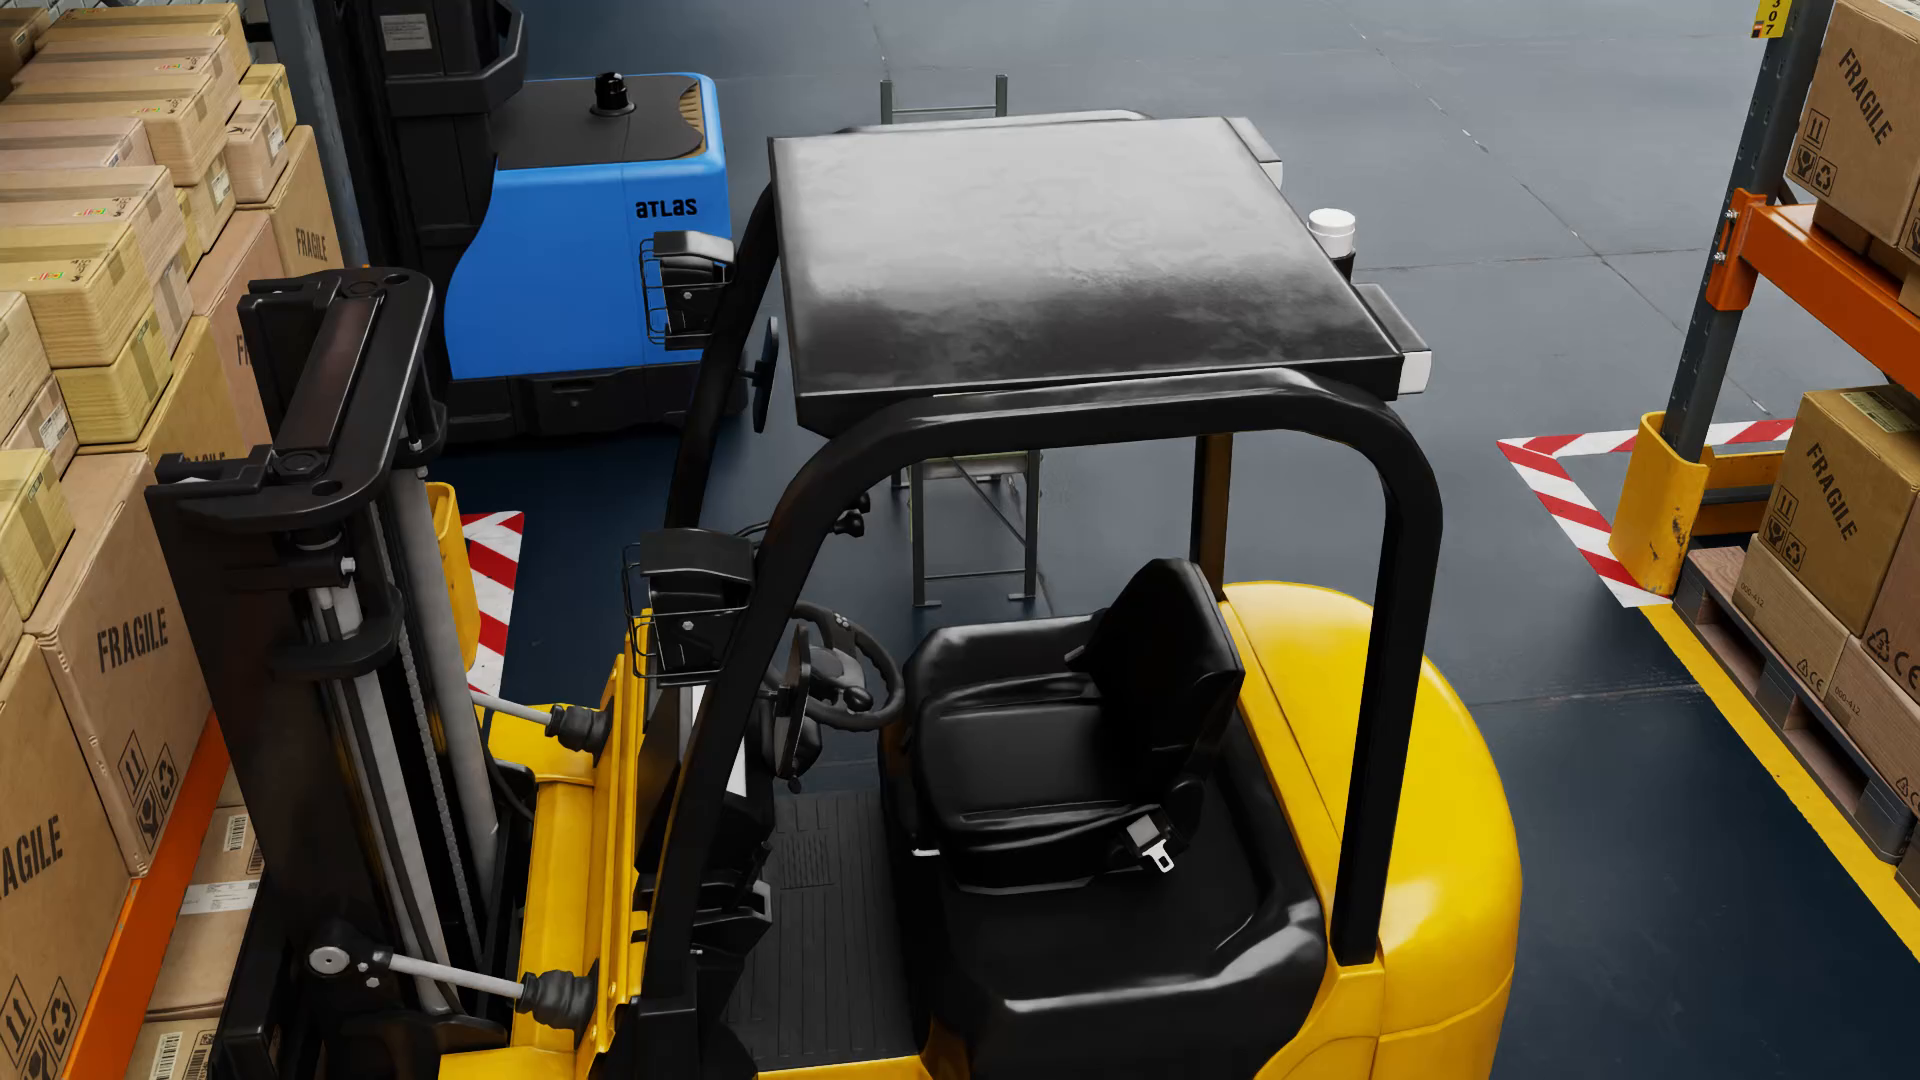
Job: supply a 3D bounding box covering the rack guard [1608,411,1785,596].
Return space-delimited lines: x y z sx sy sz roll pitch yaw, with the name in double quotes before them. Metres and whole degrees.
"rack guard" 2.822 -0.159 5.539 1.175 0.500 0.348 -4 35 -6

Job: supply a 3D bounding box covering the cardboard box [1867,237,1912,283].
"cardboard box" 2.701 -0.785 4.461 0.380 0.149 0.250 -4 34 -6

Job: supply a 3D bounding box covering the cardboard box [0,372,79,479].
"cardboard box" -1.641 -0.133 2.617 0.380 0.149 0.250 -5 35 -7

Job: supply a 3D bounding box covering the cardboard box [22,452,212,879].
"cardboard box" -1.571 0.213 2.685 0.500 0.500 0.500 -4 34 -6

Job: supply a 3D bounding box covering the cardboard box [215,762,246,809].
"cardboard box" -1.583 0.492 3.545 0.500 0.250 0.500 -4 34 -6

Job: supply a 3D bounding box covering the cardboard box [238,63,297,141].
"cardboard box" -1.782 -0.993 3.879 0.380 0.149 0.250 -4 34 -6

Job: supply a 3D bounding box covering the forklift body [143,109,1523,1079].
"forklift body" -0.043 0.415 3.231 2.313 2.155 1.214 -4 35 -6

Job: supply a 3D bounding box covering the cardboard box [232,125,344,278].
"cardboard box" -1.780 -0.643 3.940 0.500 0.500 0.500 -5 35 -7

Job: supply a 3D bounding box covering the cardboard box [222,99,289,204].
"cardboard box" -1.718 -0.853 3.673 0.380 0.149 0.250 -4 34 -6

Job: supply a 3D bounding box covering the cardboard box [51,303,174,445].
"cardboard box" -1.585 -0.279 2.831 0.380 0.149 0.250 -4 34 -6

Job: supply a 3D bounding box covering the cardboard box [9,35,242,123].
"cardboard box" -1.785 -0.969 3.579 0.380 0.149 0.250 -4 35 -6

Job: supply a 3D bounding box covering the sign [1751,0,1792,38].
"sign" 2.274 -1.551 4.593 0.100 0.325 0.005 -4 35 -6

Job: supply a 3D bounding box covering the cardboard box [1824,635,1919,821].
"cardboard box" 2.708 0.485 4.443 0.500 0.250 0.500 -3 34 -5

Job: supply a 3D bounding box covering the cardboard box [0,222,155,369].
"cardboard box" -1.578 -0.400 2.744 0.380 0.149 0.250 -4 34 -5

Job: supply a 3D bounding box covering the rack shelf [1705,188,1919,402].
"rack shelf" 3.081 0.179 3.462 1.077 0.370 4.000 -4 35 -6

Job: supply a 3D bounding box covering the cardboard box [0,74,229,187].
"cardboard box" -1.723 -0.825 3.368 0.380 0.149 0.250 -4 34 -5

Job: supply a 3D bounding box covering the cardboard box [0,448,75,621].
"cardboard box" -1.539 0.005 2.415 0.380 0.149 0.250 -5 35 -7

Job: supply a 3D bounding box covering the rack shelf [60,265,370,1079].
"rack shelf" -1.837 0.557 2.907 1.077 0.370 4.000 -4 35 -6

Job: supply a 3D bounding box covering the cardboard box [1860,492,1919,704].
"cardboard box" 2.725 0.195 4.204 0.500 0.500 0.500 -6 35 -8

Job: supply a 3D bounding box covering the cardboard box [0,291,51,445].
"cardboard box" -1.637 -0.249 2.523 0.380 0.149 0.250 -4 34 -6

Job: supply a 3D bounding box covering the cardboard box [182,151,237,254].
"cardboard box" -1.744 -0.703 3.454 0.380 0.149 0.250 -4 34 -5

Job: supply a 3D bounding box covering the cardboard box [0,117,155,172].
"cardboard box" -1.763 -0.681 3.156 0.380 0.149 0.250 -4 34 -6

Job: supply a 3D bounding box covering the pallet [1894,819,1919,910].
"pallet" 3.057 1.096 3.954 1.003 0.211 1.213 -4 35 -6

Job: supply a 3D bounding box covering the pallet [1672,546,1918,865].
"pallet" 2.896 0.417 4.951 1.003 0.211 1.213 -4 35 -6

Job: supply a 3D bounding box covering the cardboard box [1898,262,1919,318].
"cardboard box" 2.656 -0.631 4.235 0.380 0.149 0.250 -5 35 -8

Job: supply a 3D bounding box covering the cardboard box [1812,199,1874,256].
"cardboard box" 2.653 -0.925 4.667 0.380 0.149 0.250 -4 35 -6

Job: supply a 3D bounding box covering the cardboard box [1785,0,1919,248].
"cardboard box" 2.601 -1.113 4.366 0.500 0.500 0.500 -5 35 -7

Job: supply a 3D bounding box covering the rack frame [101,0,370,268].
"rack frame" -2.106 -0.856 4.342 1.000 3.000 0.127 -4 35 -6

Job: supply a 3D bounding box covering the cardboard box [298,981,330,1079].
"cardboard box" -1.520 0.995 3.251 0.500 0.250 0.500 -4 35 -7

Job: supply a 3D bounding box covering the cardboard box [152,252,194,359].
"cardboard box" -1.639 -0.419 3.036 0.380 0.149 0.250 -5 35 -8

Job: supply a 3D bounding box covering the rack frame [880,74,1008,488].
"rack frame" -0.050 -0.828 5.633 0.400 1.500 0.023 -4 35 -6

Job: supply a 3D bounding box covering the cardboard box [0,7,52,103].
"cardboard box" -2.273 -1.085 3.749 0.380 0.149 0.250 -5 35 -7

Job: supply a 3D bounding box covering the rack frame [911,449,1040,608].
"rack frame" 0.048 -0.419 5.033 0.400 1.500 0.023 -4 35 -6

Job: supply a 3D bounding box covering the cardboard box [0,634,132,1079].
"cardboard box" -1.525 0.496 2.270 0.500 0.500 0.500 -5 35 -7

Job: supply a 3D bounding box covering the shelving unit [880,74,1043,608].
"shelving unit" -0.001 -0.623 5.333 0.431 1.500 0.755 -4 35 -6

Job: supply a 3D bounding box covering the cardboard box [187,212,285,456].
"cardboard box" -1.719 -0.352 3.515 0.500 0.500 0.500 -3 34 -5

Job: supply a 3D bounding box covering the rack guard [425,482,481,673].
"rack guard" -2.109 0.164 5.066 1.175 0.500 0.348 -4 35 -6

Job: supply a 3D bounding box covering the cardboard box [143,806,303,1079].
"cardboard box" -1.522 0.776 3.129 0.500 0.250 0.500 -5 35 -7

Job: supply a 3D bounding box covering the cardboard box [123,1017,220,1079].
"cardboard box" -1.459 1.069 2.698 0.500 0.250 0.500 -3 34 -5

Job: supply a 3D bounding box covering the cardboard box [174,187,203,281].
"cardboard box" -1.722 -0.564 3.249 0.380 0.149 0.250 -5 35 -7

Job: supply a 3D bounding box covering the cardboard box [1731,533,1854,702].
"cardboard box" 2.646 0.200 4.862 0.500 0.250 0.500 -5 35 -7

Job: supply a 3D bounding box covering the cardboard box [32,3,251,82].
"cardboard box" -1.849 -1.104 3.778 0.380 0.149 0.250 -4 35 -6

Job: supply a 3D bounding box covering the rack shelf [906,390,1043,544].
"rack shelf" -0.001 -0.354 5.517 0.431 0.370 0.720 -4 35 -6

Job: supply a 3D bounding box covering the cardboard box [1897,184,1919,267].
"cardboard box" 2.674 -0.824 3.943 0.500 0.500 0.500 -3 34 -5

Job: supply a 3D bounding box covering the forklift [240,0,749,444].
"forklift" -2.377 -1.779 5.758 3.031 2.935 1.130 -5 35 -8

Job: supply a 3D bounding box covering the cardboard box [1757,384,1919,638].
"cardboard box" 2.650 -0.097 4.631 0.500 0.500 0.500 -5 35 -8

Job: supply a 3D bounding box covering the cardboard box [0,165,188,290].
"cardboard box" -1.618 -0.544 2.955 0.380 0.149 0.250 -4 34 -5

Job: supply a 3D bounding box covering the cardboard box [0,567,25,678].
"cardboard box" -1.494 0.153 2.198 0.380 0.149 0.250 -5 35 -8

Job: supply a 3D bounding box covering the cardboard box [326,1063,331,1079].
"cardboard box" -1.522 1.191 3.407 0.500 0.250 0.500 -3 34 -5

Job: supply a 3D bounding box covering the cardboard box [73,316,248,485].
"cardboard box" -1.650 -0.066 3.095 0.500 0.500 0.500 -5 35 -7

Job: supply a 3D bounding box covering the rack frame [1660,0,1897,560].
"rack frame" 2.812 -1.234 4.897 1.000 3.000 0.127 -4 35 -6

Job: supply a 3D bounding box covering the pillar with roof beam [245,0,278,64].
"pillar with roof beam" 0.553 -6.552 7.374 9.100 9.000 0.400 -4 35 -6
